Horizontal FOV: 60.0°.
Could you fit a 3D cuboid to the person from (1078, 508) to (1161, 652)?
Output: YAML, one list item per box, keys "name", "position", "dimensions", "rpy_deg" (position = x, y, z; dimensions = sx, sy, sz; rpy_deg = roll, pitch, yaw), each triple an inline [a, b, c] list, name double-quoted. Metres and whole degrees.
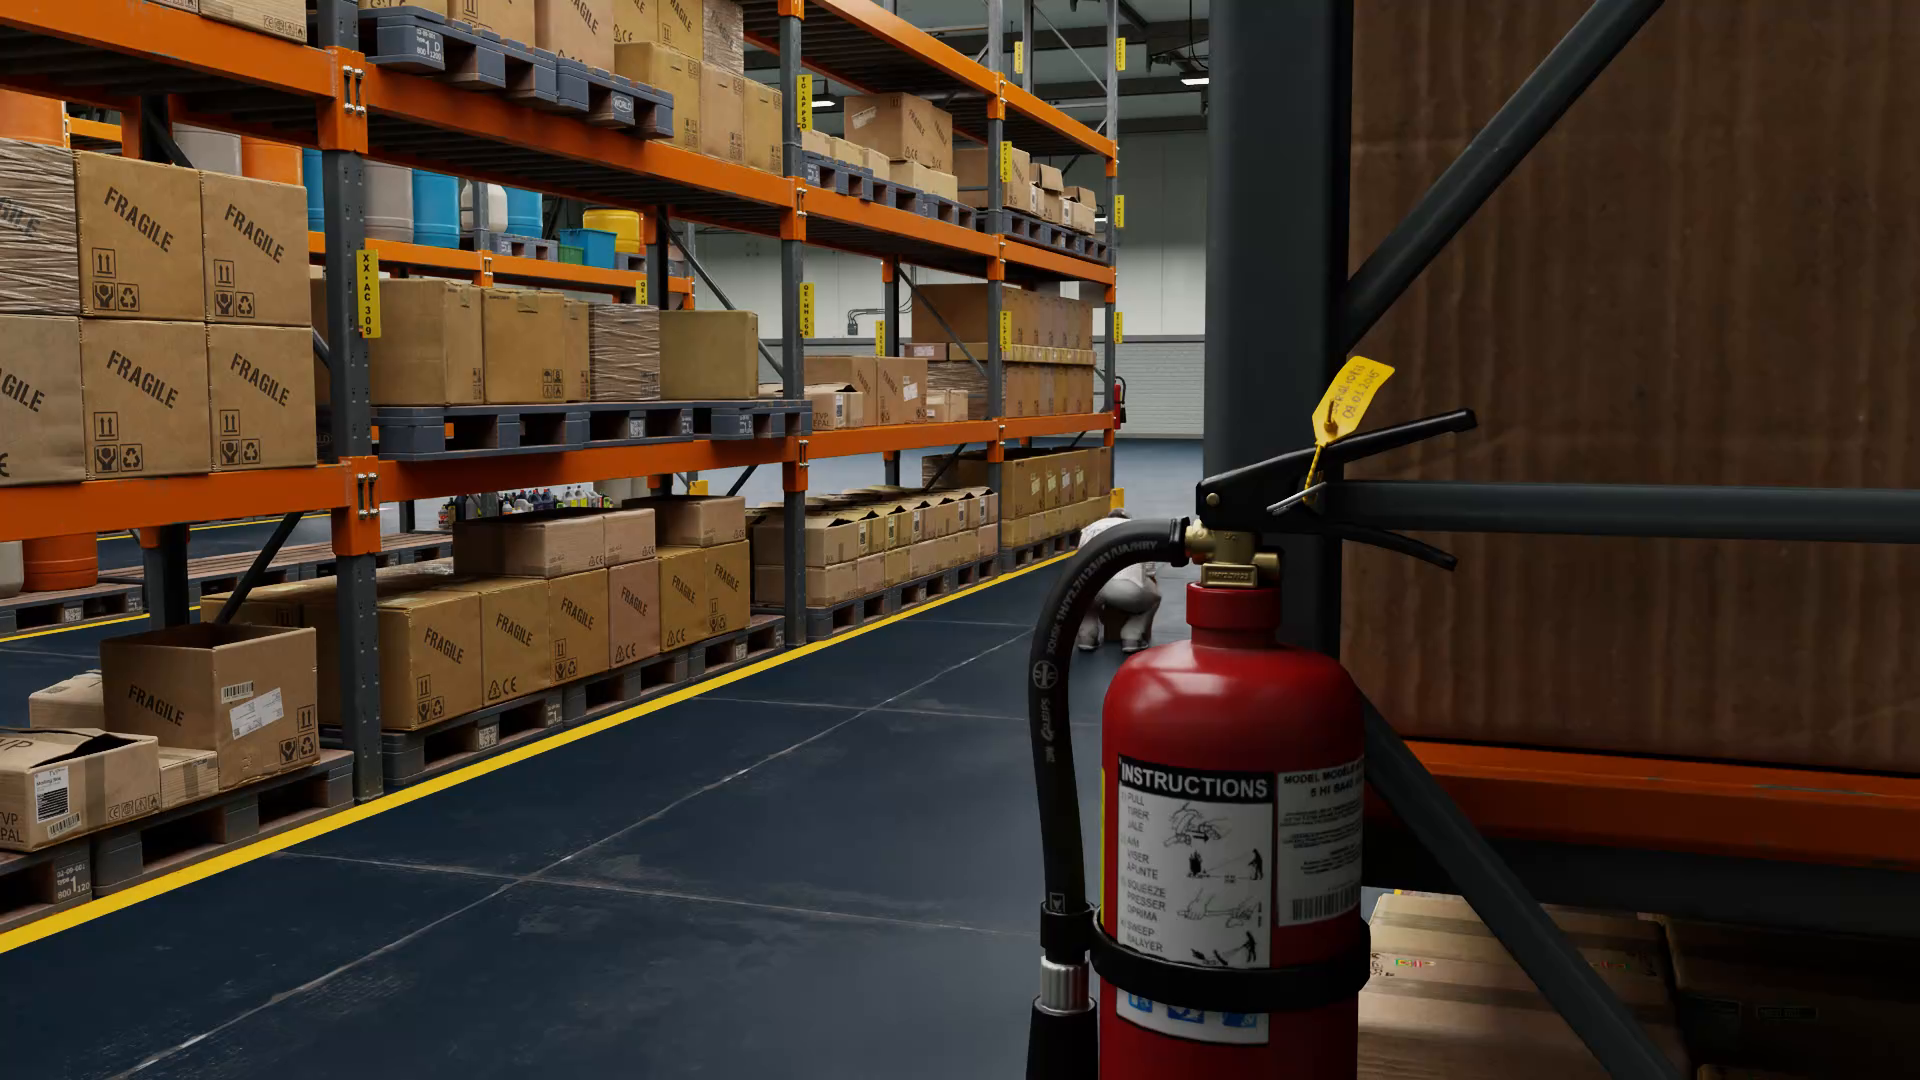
- name: "person"
  position: [0.949, 0.243, 10.149]
  dimensions: [0.525, 0.837, 0.866]
  rpy_deg: [2, 6, 19]
